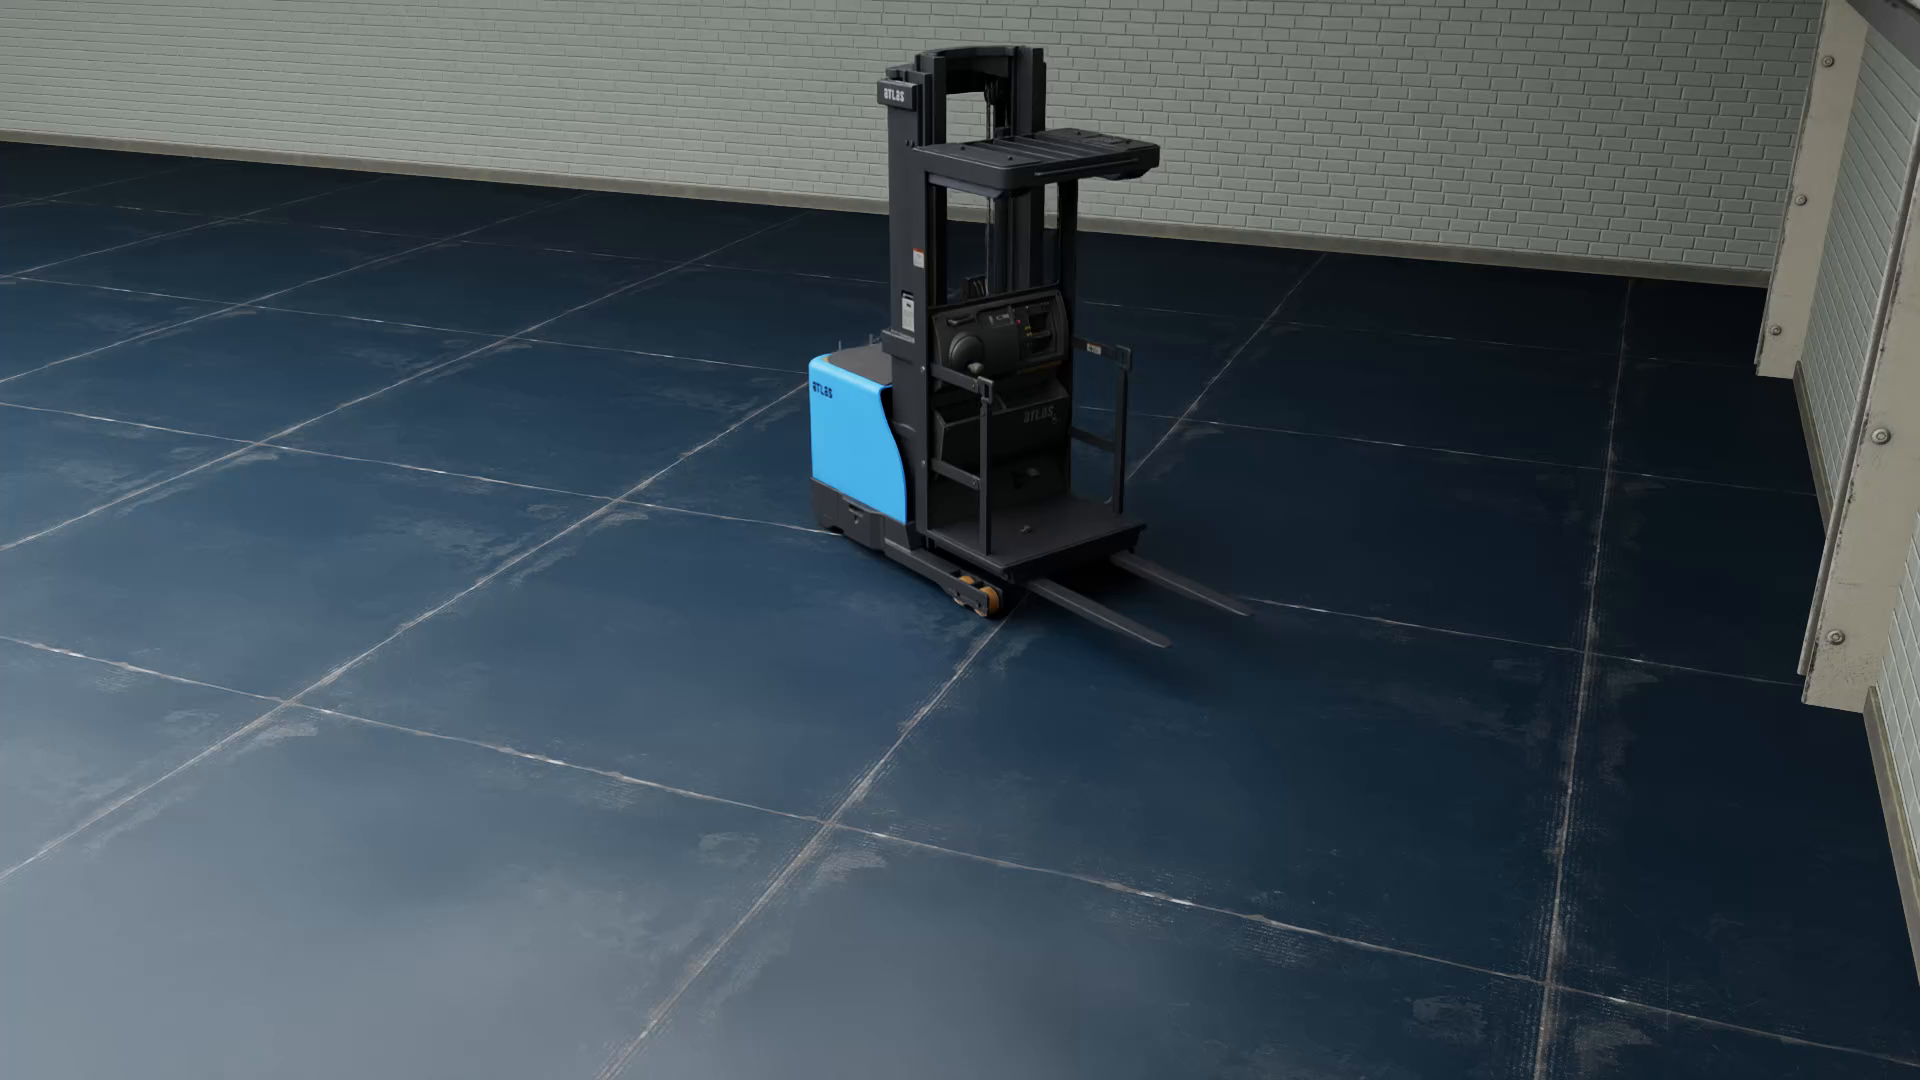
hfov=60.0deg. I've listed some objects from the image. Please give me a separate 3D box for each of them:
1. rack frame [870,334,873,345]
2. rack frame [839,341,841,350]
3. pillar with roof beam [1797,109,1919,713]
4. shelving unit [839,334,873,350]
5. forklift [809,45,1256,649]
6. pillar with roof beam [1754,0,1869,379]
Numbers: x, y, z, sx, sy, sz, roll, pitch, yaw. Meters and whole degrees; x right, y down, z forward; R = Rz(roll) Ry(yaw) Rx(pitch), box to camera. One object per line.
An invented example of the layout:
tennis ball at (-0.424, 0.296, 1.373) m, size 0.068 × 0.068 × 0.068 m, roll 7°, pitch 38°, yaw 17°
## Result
rack frame at (-0.514, -0.810, 10.827) m, size 0.008 × 1.050 × 0.200 m, roll -17°, pitch 28°, yaw -35°
rack frame at (-0.704, -0.751, 10.685) m, size 0.008 × 1.050 × 0.200 m, roll -17°, pitch 28°, yaw -35°
pillar with roof beam at (0.423, -4.003, 8.157) m, size 9.100 × 9.000 × 0.400 m, roll 9°, pitch 24°, yaw 20°
shelving unit at (-0.609, -0.780, 10.756) m, size 0.252 × 1.050 × 0.215 m, roll -17°, pitch 28°, yaw -35°
forklift at (0.364, -1.142, 9.181) m, size 1.130 × 2.935 × 3.031 m, roll -17°, pitch 28°, yaw -35°
pillar with roof beam at (2.652, -6.150, 13.298) m, size 9.100 × 9.000 × 0.400 m, roll 9°, pitch 24°, yaw 20°
